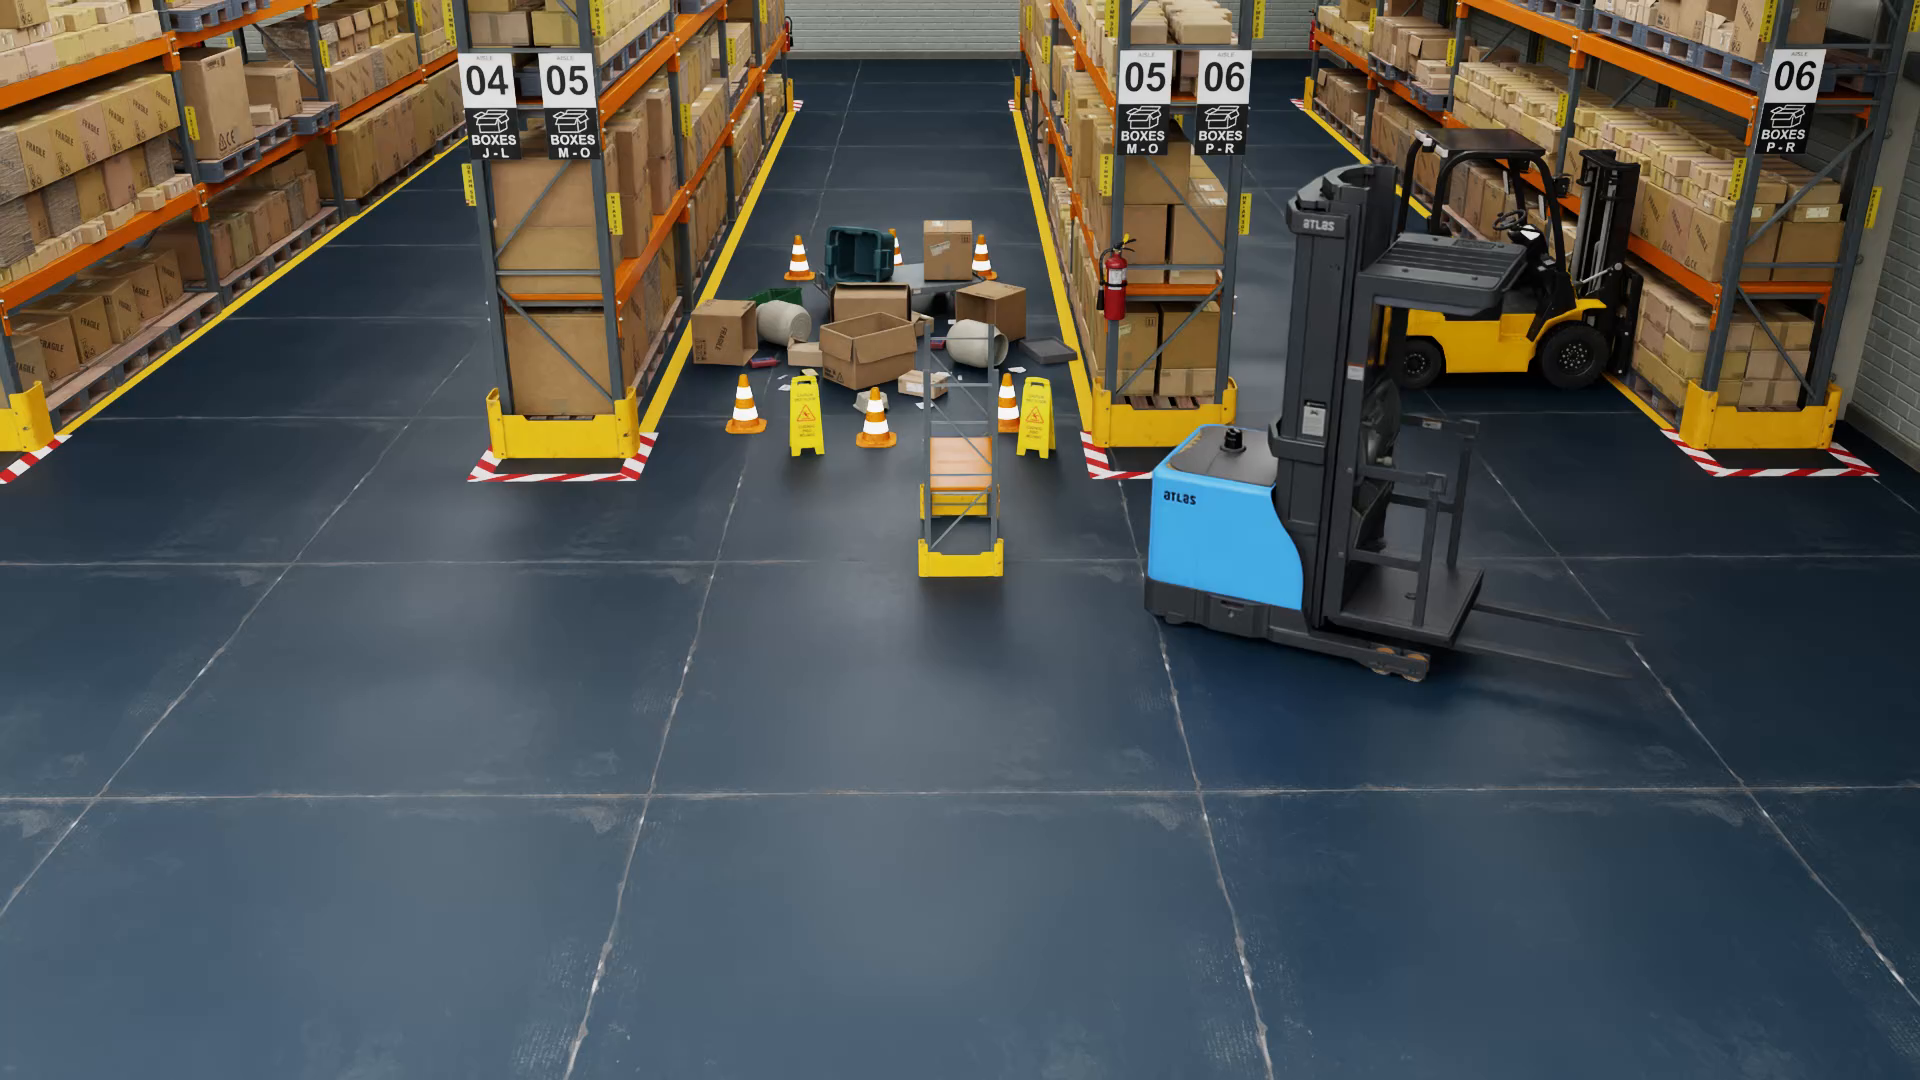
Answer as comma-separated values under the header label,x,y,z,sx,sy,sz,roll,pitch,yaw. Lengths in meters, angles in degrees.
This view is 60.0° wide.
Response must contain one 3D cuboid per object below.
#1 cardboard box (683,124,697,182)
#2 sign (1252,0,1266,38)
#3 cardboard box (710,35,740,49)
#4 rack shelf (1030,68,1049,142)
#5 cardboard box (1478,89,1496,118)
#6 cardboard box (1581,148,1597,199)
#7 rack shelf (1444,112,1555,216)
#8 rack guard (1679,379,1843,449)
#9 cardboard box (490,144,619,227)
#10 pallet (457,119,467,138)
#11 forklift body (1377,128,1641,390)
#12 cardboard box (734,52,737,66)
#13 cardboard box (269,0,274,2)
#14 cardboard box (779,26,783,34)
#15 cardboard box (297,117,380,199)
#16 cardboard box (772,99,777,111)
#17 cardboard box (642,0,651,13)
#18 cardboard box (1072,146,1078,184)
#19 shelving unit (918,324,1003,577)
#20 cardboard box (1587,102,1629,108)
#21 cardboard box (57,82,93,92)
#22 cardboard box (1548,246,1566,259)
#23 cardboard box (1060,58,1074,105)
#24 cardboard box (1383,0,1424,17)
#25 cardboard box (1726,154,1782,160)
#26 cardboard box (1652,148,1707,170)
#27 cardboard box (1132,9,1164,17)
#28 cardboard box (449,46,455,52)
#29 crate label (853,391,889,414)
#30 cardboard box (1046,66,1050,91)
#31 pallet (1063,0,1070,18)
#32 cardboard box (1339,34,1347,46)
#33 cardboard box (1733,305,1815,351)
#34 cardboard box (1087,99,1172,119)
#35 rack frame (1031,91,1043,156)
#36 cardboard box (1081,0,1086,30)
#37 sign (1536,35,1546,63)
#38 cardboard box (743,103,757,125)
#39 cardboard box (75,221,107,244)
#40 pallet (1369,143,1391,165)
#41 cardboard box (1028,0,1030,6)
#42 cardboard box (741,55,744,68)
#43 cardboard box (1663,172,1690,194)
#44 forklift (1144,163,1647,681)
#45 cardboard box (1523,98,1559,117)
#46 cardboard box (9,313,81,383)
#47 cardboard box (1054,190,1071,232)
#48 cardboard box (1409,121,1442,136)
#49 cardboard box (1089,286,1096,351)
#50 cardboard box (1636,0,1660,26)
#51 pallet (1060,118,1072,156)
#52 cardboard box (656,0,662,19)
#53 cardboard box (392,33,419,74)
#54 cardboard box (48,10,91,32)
label,x,y,z,sx,sy,sz,roll,pitch,yaw
cardboard box,-3.030,-4.026,17.274,0.500,0.500,0.500,0,24,0
sign,2.241,-3.946,12.517,0.100,0.325,0.005,0,24,-1
cardboard box,-3.168,-6.706,22.393,0.380,0.149,0.250,-1,24,-3
rack shelf,1.589,-5.971,22.569,1.077,0.370,4.000,0,24,-1
cardboard box,6.327,-5.052,19.239,0.500,0.250,0.500,-1,24,-2
cardboard box,6.384,-3.497,16.105,0.500,0.500,0.500,0,24,0
rack shelf,6.596,-4.347,18.977,1.077,0.370,4.000,0,24,-1
rack guard,6.662,-1.053,13.856,1.175,0.500,0.348,0,24,-1
cardboard box,-3.215,-2.828,13.253,0.875,0.550,0.550,0,24,-1
pallet,-8.288,-6.626,26.527,1.003,0.211,1.213,0,24,-1
forklift body,4.817,-2.589,15.247,2.313,2.155,1.214,0,24,-1
cardboard box,-3.157,-6.354,21.977,0.380,0.149,0.250,0,24,-1
cardboard box,-8.026,-6.123,18.573,0.500,0.250,0.500,0,24,1
cardboard box,-3.139,-8.460,27.503,0.380,0.149,0.250,0,24,0
cardboard box,-8.285,-4.938,21.480,1.225,0.875,0.875,-1,24,-3
cardboard box,-3.093,-6.873,26.278,0.380,0.149,0.250,0,24,0
cardboard box,-3.023,-4.817,14.695,0.500,0.250,0.500,0,24,-1
cardboard box,1.381,-3.825,16.469,0.500,0.500,0.500,0,24,-1
shelving unit,0.001,-0.652,11.755,0.587,1.500,1.083,0,24,-1
cardboard box,6.876,-4.551,17.647,0.380,0.149,0.250,0,24,-1
cardboard box,-8.497,-4.026,15.700,0.500,0.500,0.500,0,24,-1
cardboard box,6.315,-2.816,16.940,0.500,0.250,0.500,0,24,-1
cardboard box,1.410,-5.227,19.059,0.500,0.500,0.500,0,24,0
cardboard box,6.781,-8.171,25.470,0.500,0.500,0.500,-1,24,-2
cardboard box,6.870,-3.245,14.400,0.380,0.149,0.250,0,24,1
cardboard box,6.333,-3.351,14.633,0.380,0.149,0.250,0,24,0
cardboard box,1.463,-4.248,13.584,0.380,0.149,0.250,0,24,0
cardboard box,-8.027,-7.622,25.650,0.380,0.149,0.250,0,24,0
crate label,-0.773,-1.224,14.673,0.250,0.136,0.298,-14,28,-28
cardboard box,1.352,-5.833,20.965,0.500,0.250,0.500,0,24,-1
pallet,1.740,-5.790,17.883,1.213,0.211,1.003,0,24,-1
cardboard box,6.204,-7.905,26.276,0.380,0.149,0.250,0,24,1
cardboard box,6.846,-1.795,14.076,0.500,0.250,0.500,-1,24,-1
cardboard box,1.502,-3.649,14.866,0.700,0.500,0.500,0,24,-1
rack frame,1.568,-7.123,24.243,1.000,3.000,0.127,0,24,-1
cardboard box,1.401,-4.865,15.432,0.500,0.250,0.500,0,24,-1
sign,7.130,-6.030,20.421,0.100,0.325,0.005,0,24,-1
cardboard box,-3.128,-5.936,23.231,0.500,0.250,0.500,1,24,2
cardboard box,-7.895,-2.756,14.893,0.380,0.149,0.250,0,24,-1
pallet,6.578,-5.541,24.129,1.003,0.211,1.213,0,24,-1
cardboard box,1.289,-8.027,24.906,0.500,0.500,0.500,-1,24,-1
cardboard box,-3.163,-6.546,22.761,0.380,0.149,0.250,-1,24,-3
cardboard box,6.362,-3.109,14.460,0.380,0.149,0.250,-1,24,-2
forklift,2.765,-0.717,10.162,3.031,2.935,1.130,12,27,24
cardboard box,6.286,-4.646,17.858,0.380,0.149,0.250,-1,24,-2
cardboard box,-8.242,-1.690,14.753,0.500,0.500,0.500,6,25,13
cardboard box,1.623,-3.932,19.866,0.950,0.372,0.625,-1,24,-2
cardboard box,6.329,-5.596,22.602,0.380,0.149,0.250,-1,24,-3
cardboard box,1.420,-2.002,14.838,0.500,0.500,0.500,1,24,1
cardboard box,6.331,-4.780,14.954,0.396,0.266,0.258,-1,24,-2
pallet,1.674,-4.572,18.835,1.003,0.211,1.213,0,24,-1
cardboard box,-2.963,-4.893,15.346,0.380,0.149,0.250,0,24,0
cardboard box,-8.064,-6.933,23.700,0.500,0.500,0.500,0,24,0
cardboard box,-7.943,-4.586,14.692,0.380,0.149,0.250,1,24,2
